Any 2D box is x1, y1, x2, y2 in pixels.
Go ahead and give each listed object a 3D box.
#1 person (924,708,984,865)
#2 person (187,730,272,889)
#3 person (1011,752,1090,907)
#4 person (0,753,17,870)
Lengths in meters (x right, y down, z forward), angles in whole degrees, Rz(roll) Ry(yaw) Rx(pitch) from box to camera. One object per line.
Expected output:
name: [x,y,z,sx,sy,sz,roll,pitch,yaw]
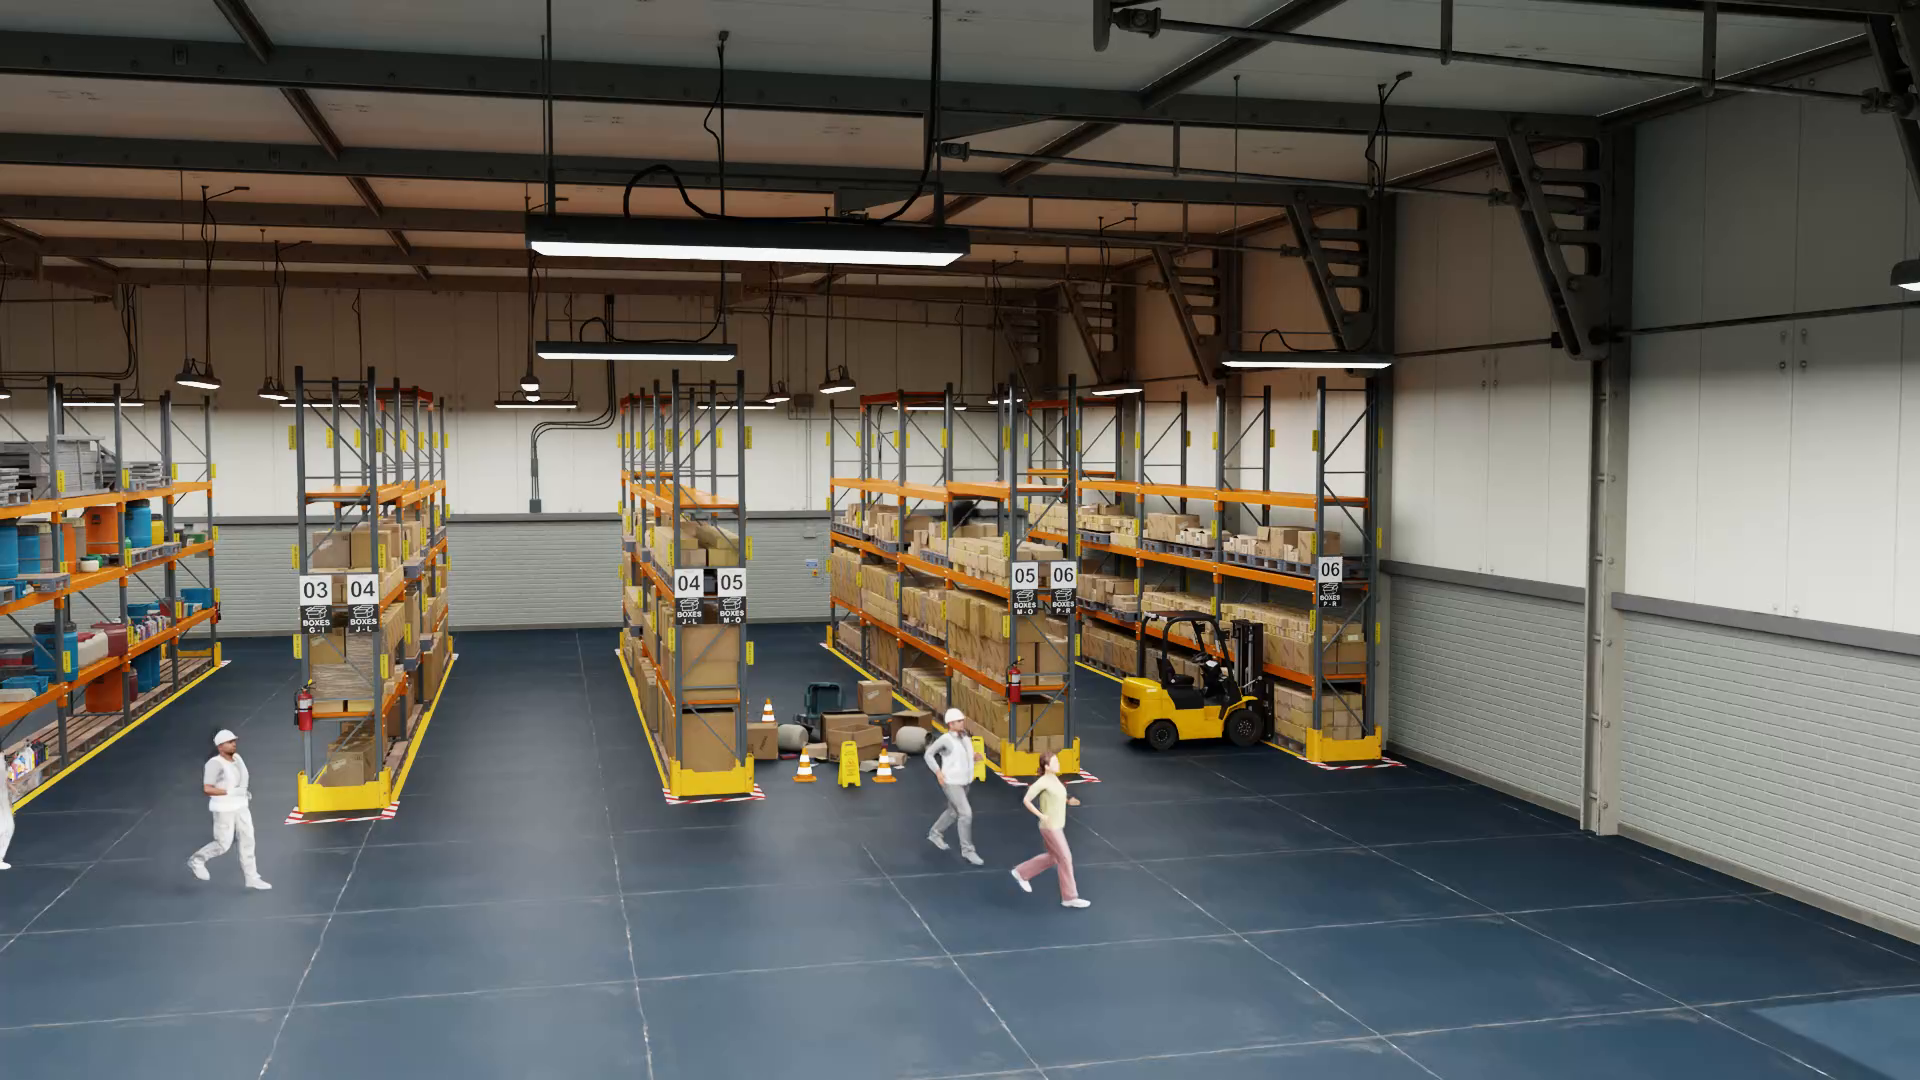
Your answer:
person: [-0.050,2.917,19.877,0.868,1.809,0.641,2,4,32]
person: [-8.122,2.992,18.468,0.980,1.774,0.682,1,4,14]
person: [0.967,3.093,17.903,0.929,1.645,0.585,1,4,23]
person: [-11.361,3.037,19.447,0.570,1.626,0.569,1,3,12]
